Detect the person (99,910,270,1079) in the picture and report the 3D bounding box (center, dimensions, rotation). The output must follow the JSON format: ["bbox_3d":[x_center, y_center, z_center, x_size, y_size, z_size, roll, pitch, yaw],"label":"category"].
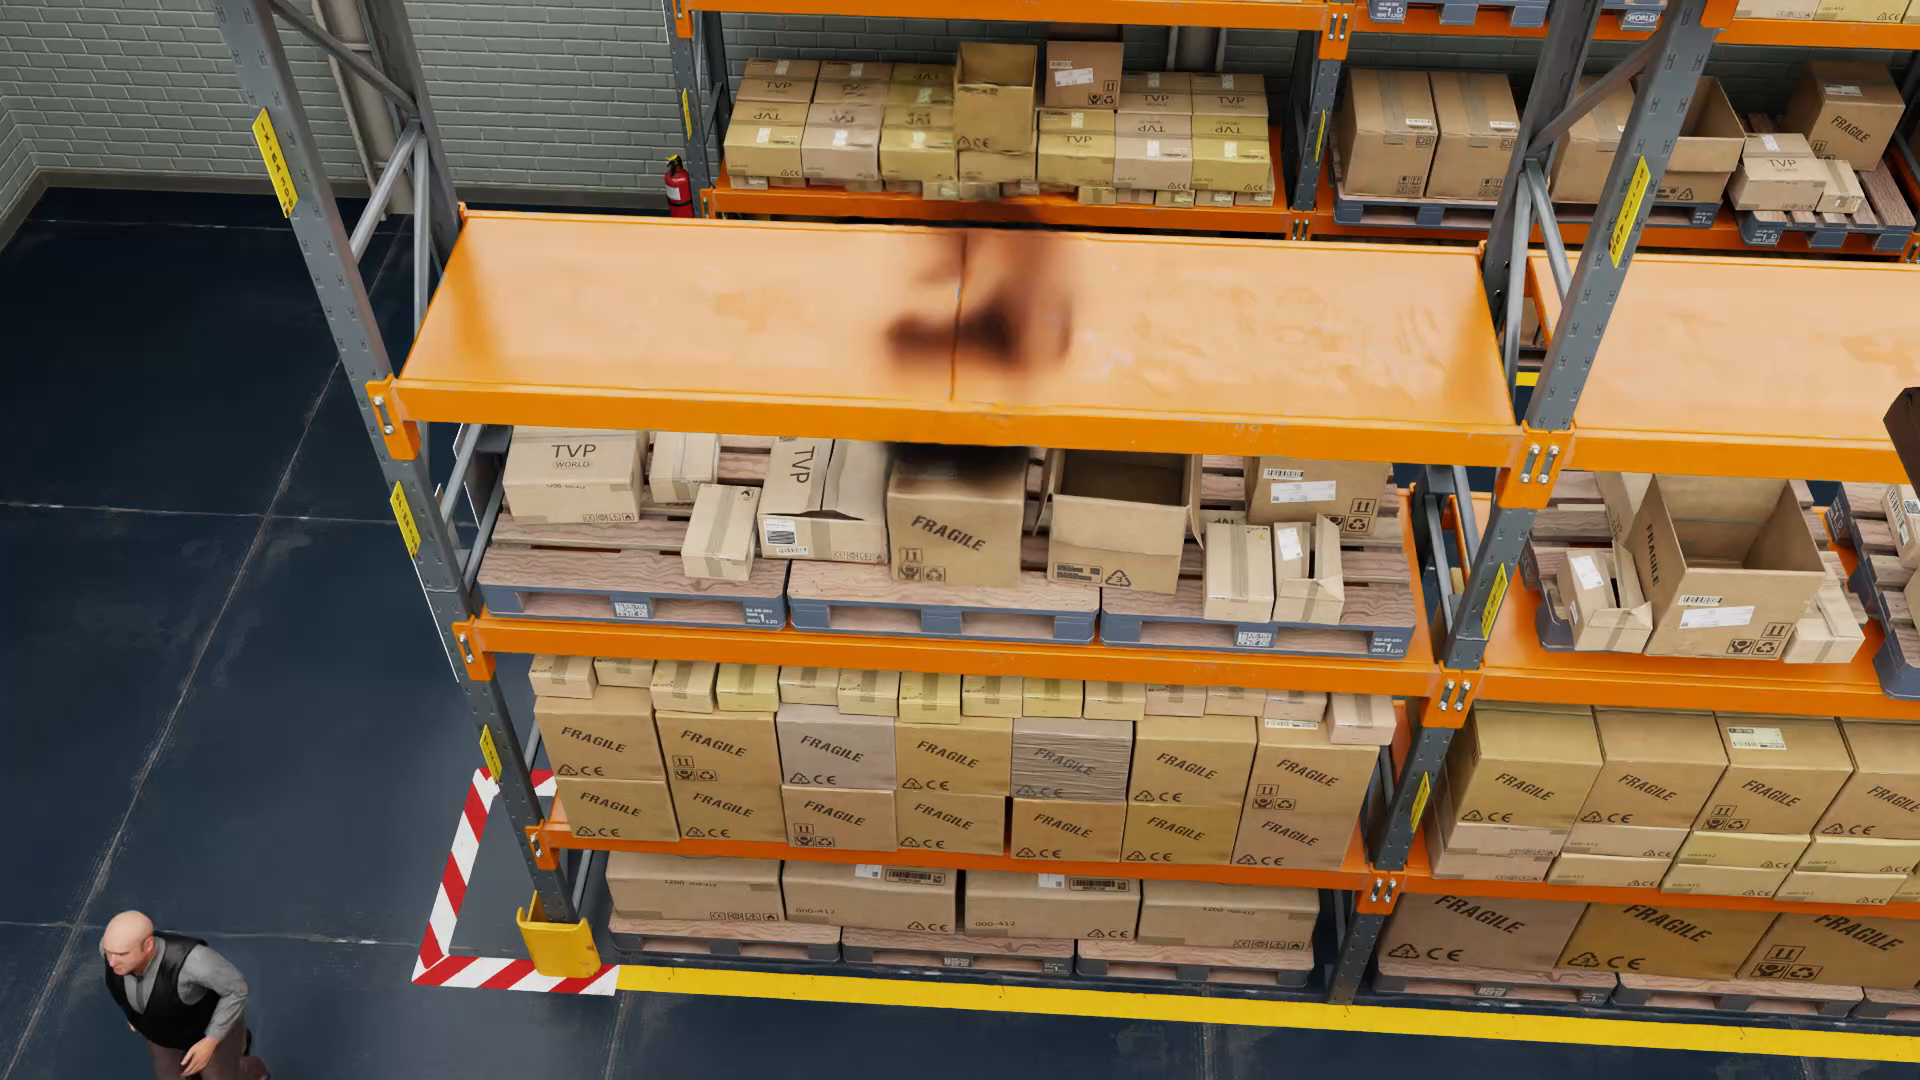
[{"bbox_3d":[-3.380,2.139,7.304,0.676,1.708,0.503,7,48,6],"label":"person"}]
